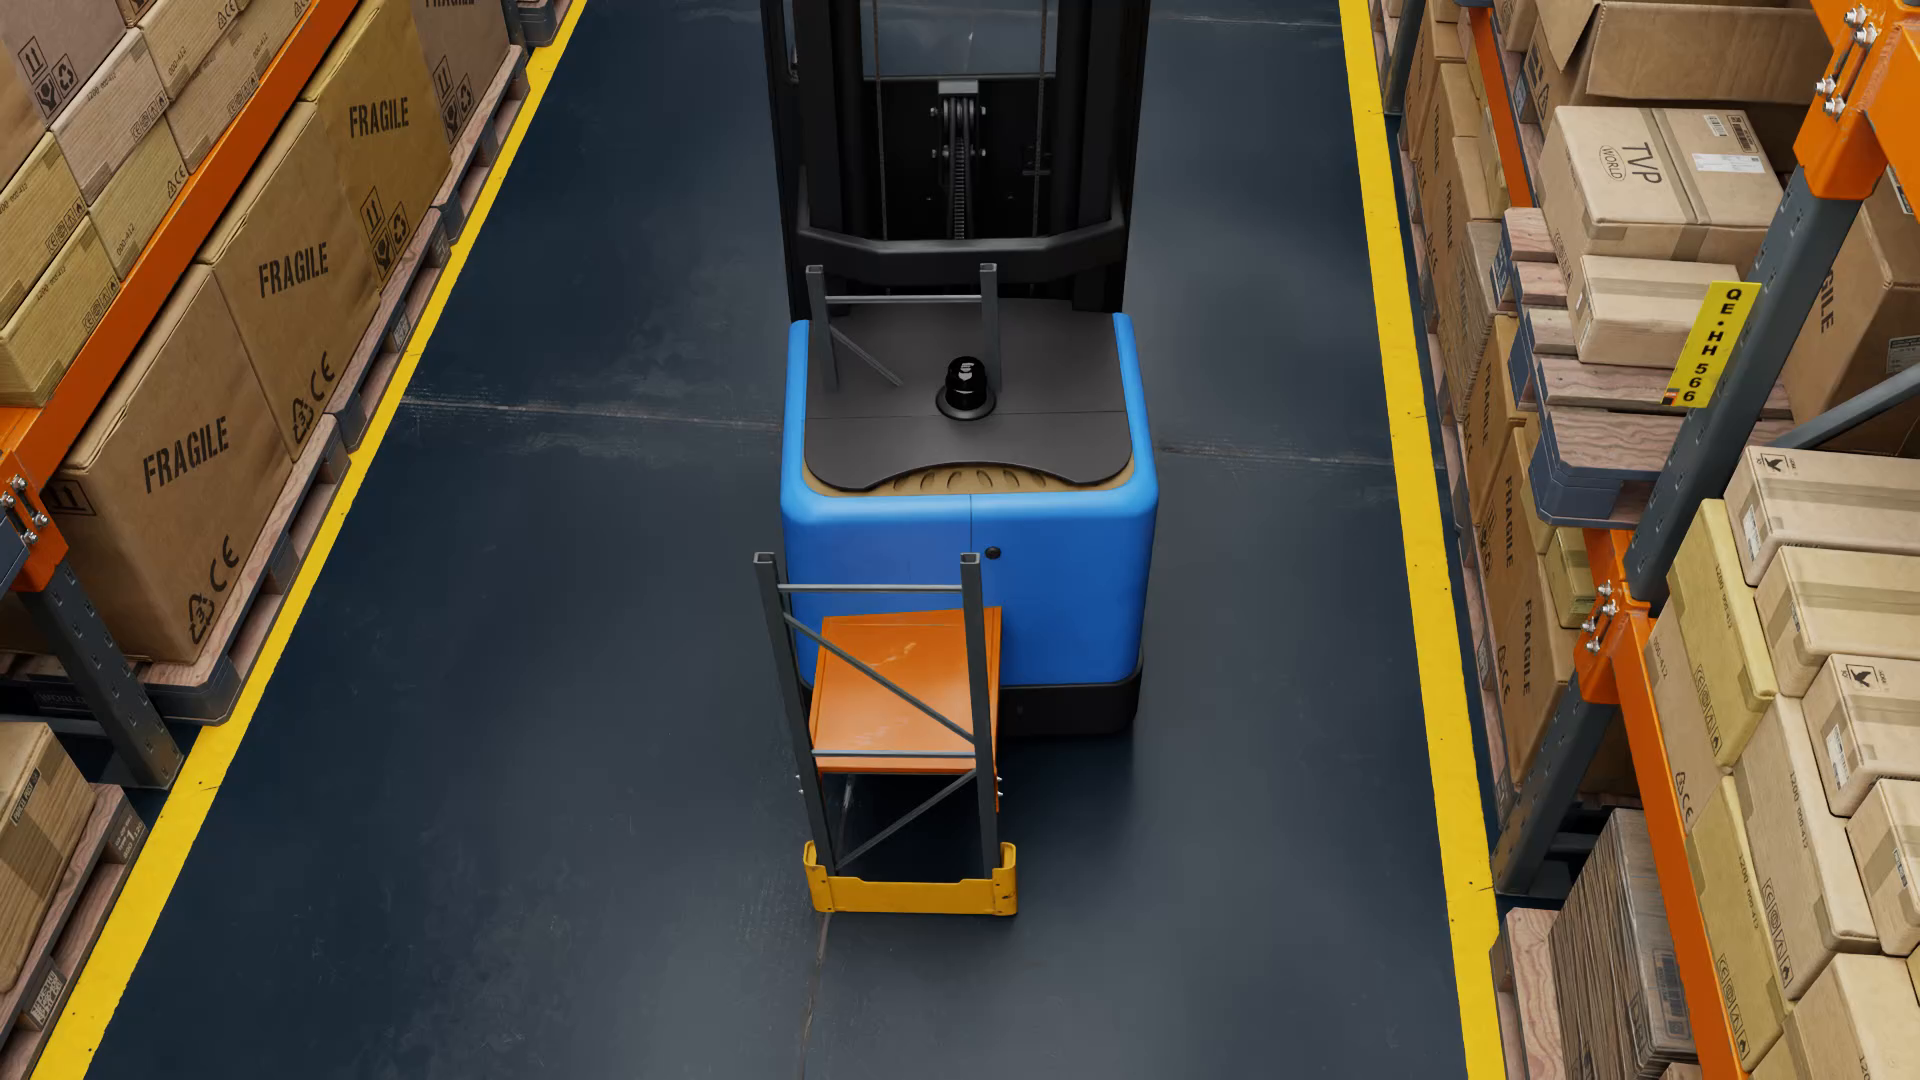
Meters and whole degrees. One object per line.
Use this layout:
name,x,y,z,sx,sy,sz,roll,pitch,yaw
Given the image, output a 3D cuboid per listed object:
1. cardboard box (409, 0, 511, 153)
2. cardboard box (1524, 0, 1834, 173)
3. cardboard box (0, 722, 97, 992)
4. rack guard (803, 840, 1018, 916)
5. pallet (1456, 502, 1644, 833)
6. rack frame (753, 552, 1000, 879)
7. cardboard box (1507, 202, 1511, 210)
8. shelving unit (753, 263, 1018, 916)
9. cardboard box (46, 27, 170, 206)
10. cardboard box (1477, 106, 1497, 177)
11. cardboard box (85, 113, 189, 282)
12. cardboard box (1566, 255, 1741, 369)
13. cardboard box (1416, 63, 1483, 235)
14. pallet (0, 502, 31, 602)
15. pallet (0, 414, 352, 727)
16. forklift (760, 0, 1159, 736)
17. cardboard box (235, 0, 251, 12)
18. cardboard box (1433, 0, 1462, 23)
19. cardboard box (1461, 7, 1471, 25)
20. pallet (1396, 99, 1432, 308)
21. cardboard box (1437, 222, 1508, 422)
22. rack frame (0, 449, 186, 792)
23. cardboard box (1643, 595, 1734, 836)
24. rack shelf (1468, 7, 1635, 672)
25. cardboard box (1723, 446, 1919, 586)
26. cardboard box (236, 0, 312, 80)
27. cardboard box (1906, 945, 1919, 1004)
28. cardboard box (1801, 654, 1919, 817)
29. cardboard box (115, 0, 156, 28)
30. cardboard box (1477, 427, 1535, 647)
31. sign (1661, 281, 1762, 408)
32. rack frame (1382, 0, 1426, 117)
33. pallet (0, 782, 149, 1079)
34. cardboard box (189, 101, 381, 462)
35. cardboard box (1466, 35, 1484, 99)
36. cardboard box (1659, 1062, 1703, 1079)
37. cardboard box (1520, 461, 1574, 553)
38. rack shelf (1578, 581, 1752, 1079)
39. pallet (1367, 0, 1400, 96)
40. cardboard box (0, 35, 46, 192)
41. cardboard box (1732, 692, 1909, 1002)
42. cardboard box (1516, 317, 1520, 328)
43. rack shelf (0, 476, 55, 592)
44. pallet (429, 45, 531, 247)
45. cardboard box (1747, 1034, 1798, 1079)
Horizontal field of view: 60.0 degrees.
cardboard box,-2.505,-2.229,6.911,0.875,0.875,0.875,5,48,5
cardboard box,2.015,-1.384,4.628,0.797,0.503,0.637,3,48,3
cardboard box,-2.955,0.833,4.451,0.950,0.372,0.625,1,48,1
rack guard,-0.134,0.953,4.690,0.587,0.250,0.087,0,48,4
pallet,2.156,0.400,5.241,1.003,0.211,1.213,4,48,4
rack frame,-0.167,0.545,4.217,0.500,1.500,0.032,0,48,4
cardboard box,2.065,-1.042,5.640,0.380,0.149,0.250,4,48,4
shelving unit,-0.141,0.163,4.565,0.587,1.500,1.083,0,48,4
cardboard box,-2.553,-1.180,4.559,0.500,0.250,0.500,5,48,4
cardboard box,2.085,-1.424,5.990,0.380,0.149,0.250,4,48,3
cardboard box,-2.569,-0.997,4.730,0.500,0.250,0.500,3,48,2
cardboard box,1.728,-0.561,4.116,0.380,0.149,0.250,5,48,4
cardboard box,2.108,-1.500,6.499,0.500,0.500,0.500,3,48,3
pallet,-2.852,0.269,3.601,1.213,0.211,1.003,4,48,4
pallet,-2.746,0.041,5.570,1.003,0.211,1.213,4,48,4
forklift,-0.022,-1.453,5.092,1.130,2.935,3.031,-1,48,-1
cardboard box,-2.436,-1.917,5.233,0.500,0.250,0.500,5,48,4
cardboard box,2.117,-2.206,6.704,0.380,0.149,0.250,6,48,5
cardboard box,2.141,-2.112,6.417,0.380,0.149,0.250,2,48,2
pallet,2.378,-1.393,6.881,1.003,0.211,1.213,4,48,4
cardboard box,2.005,-0.753,5.815,0.500,0.500,0.500,2,48,2
rack frame,-2.893,-0.326,4.016,1.000,3.000,0.127,4,48,4
cardboard box,1.766,0.365,3.485,0.500,0.250,0.500,4,48,4
rack shelf,2.232,-1.222,5.322,1.077,0.370,4.000,4,48,4
cardboard box,1.728,-0.033,3.240,0.380,0.149,0.250,5,48,5
cardboard box,-2.474,-1.745,5.415,0.500,0.250,0.500,4,48,4
cardboard box,1.703,0.733,2.539,0.380,0.149,0.250,4,48,4
cardboard box,1.707,0.353,2.887,0.380,0.149,0.250,5,48,5
cardboard box,-2.507,-1.788,4.607,0.500,0.500,0.500,5,48,5
cardboard box,1.931,0.015,5.113,0.500,0.500,0.500,3,48,3
sign,1.509,-0.389,3.342,0.100,0.325,0.005,4,48,4
rack frame,2.415,-2.934,6.401,1.000,3.000,0.127,4,48,4
pallet,-2.966,1.189,4.519,1.003,0.211,1.213,4,48,4
cardboard box,-2.662,-0.908,5.703,0.875,0.875,0.875,4,48,4
cardboard box,2.157,-1.808,6.340,0.380,0.149,0.250,2,48,2
cardboard box,1.928,1.603,3.576,0.875,0.625,0.625,5,48,5
cardboard box,1.837,-0.095,4.774,0.380,0.149,0.250,2,48,2
rack shelf,1.868,1.717,2.634,1.077,0.370,4.000,4,48,4
pallet,2.478,-2.498,7.892,1.003,0.211,1.213,4,48,4
cardboard box,-2.605,-1.043,3.926,0.500,0.500,0.500,2,48,2
cardboard box,1.720,0.564,2.964,0.500,0.250,0.500,5,48,5
cardboard box,1.996,-0.660,5.290,0.380,0.149,0.250,3,48,3
rack shelf,-3.075,1.386,2.937,1.077,0.370,4.000,4,48,4
pallet,-2.524,-1.752,7.210,1.003,0.211,1.213,4,48,4
cardboard box,1.676,1.113,2.801,0.500,0.250,0.500,2,48,2
